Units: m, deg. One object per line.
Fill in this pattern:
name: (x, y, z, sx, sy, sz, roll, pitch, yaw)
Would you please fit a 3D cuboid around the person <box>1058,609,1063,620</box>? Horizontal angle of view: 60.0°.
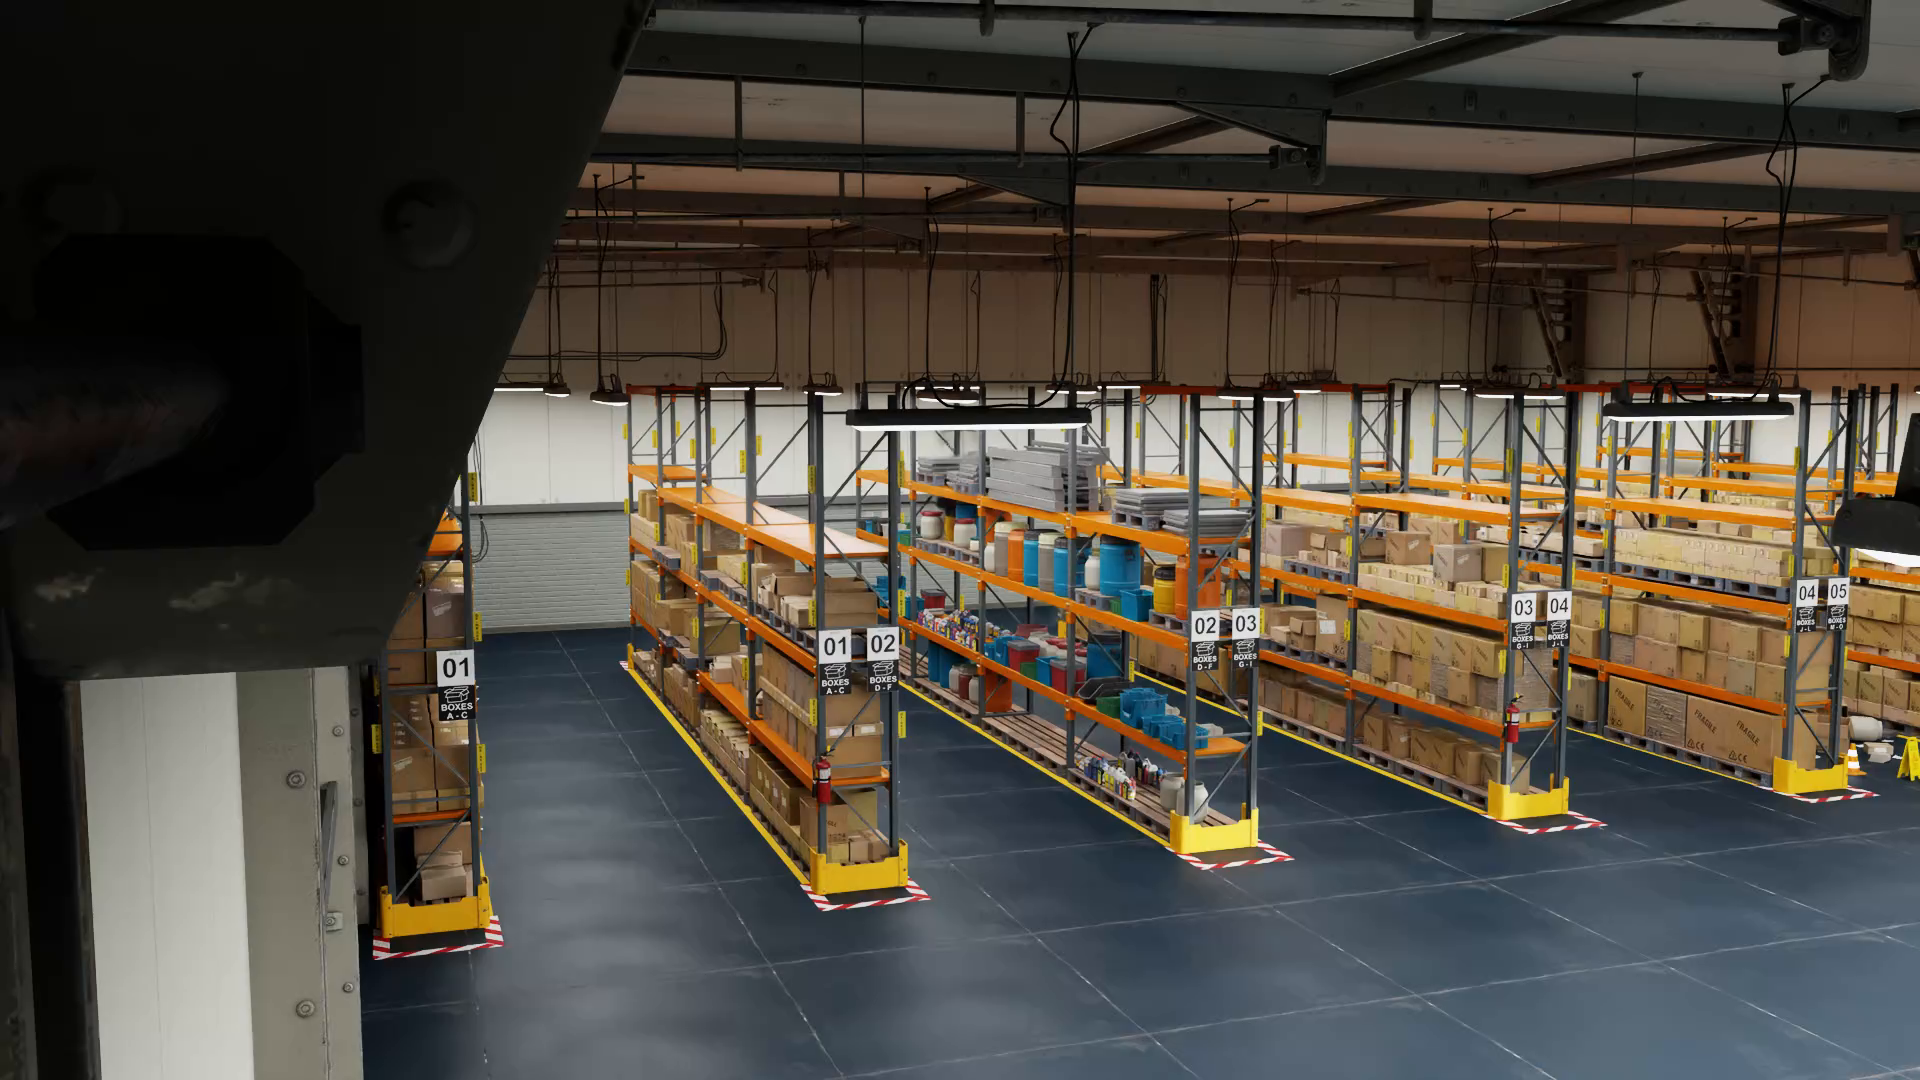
person: (2.573, 1.309, 40.450, 0.533, 1.724, 0.652, 2, 6, 22)
